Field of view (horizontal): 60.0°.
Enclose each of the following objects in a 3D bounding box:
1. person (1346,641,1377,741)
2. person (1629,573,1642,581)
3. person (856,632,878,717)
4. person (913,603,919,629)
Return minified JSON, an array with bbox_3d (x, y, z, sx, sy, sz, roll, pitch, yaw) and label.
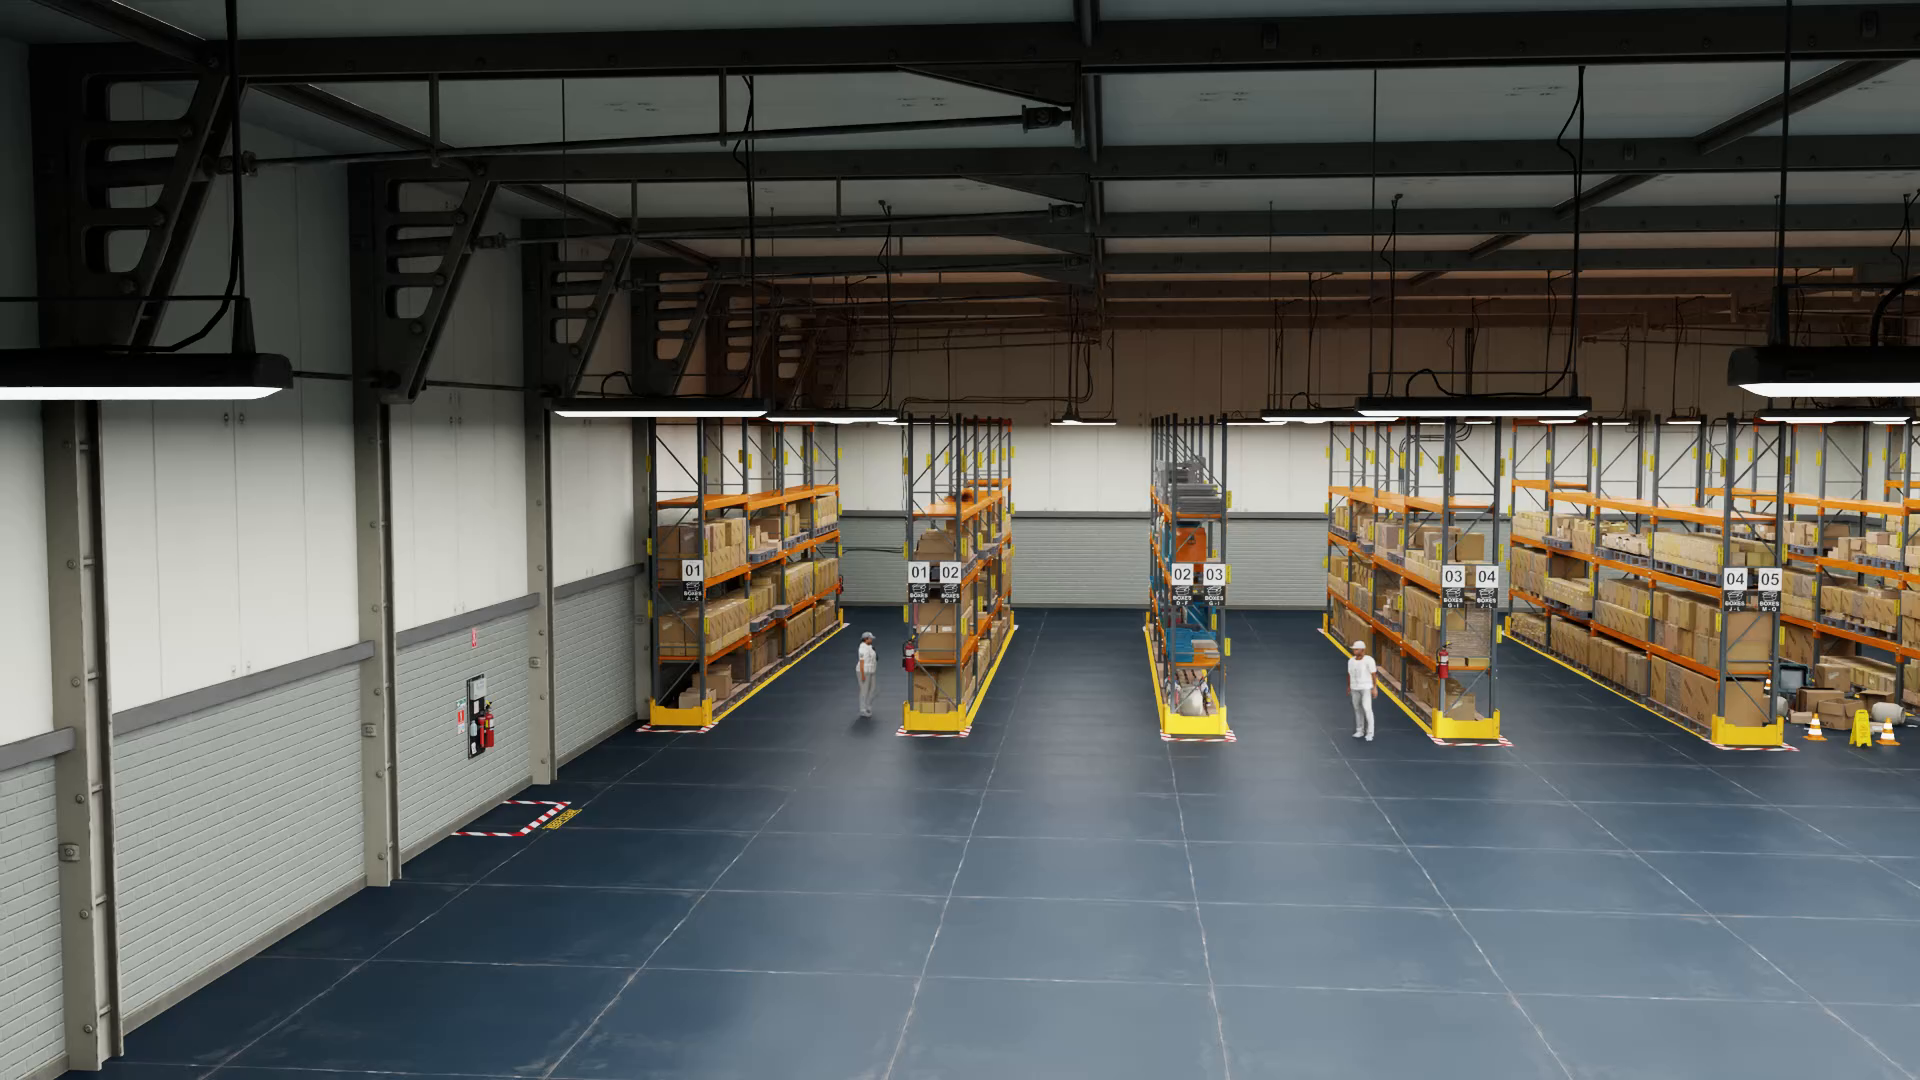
[{"bbox_3d":[7.415,2.772,30.779,0.416,1.791,0.652,-3,5,-42],"label":"person"},{"bbox_3d":[19.866,1.591,49.125,0.439,1.662,0.464,0,4,-4],"label":"person"},{"bbox_3d":[-1.867,2.707,33.186,0.402,1.748,0.545,1,4,16],"label":"person"},{"bbox_3d":[-1.189,1.701,47.499,0.560,1.680,0.483,3,5,42],"label":"person"}]
